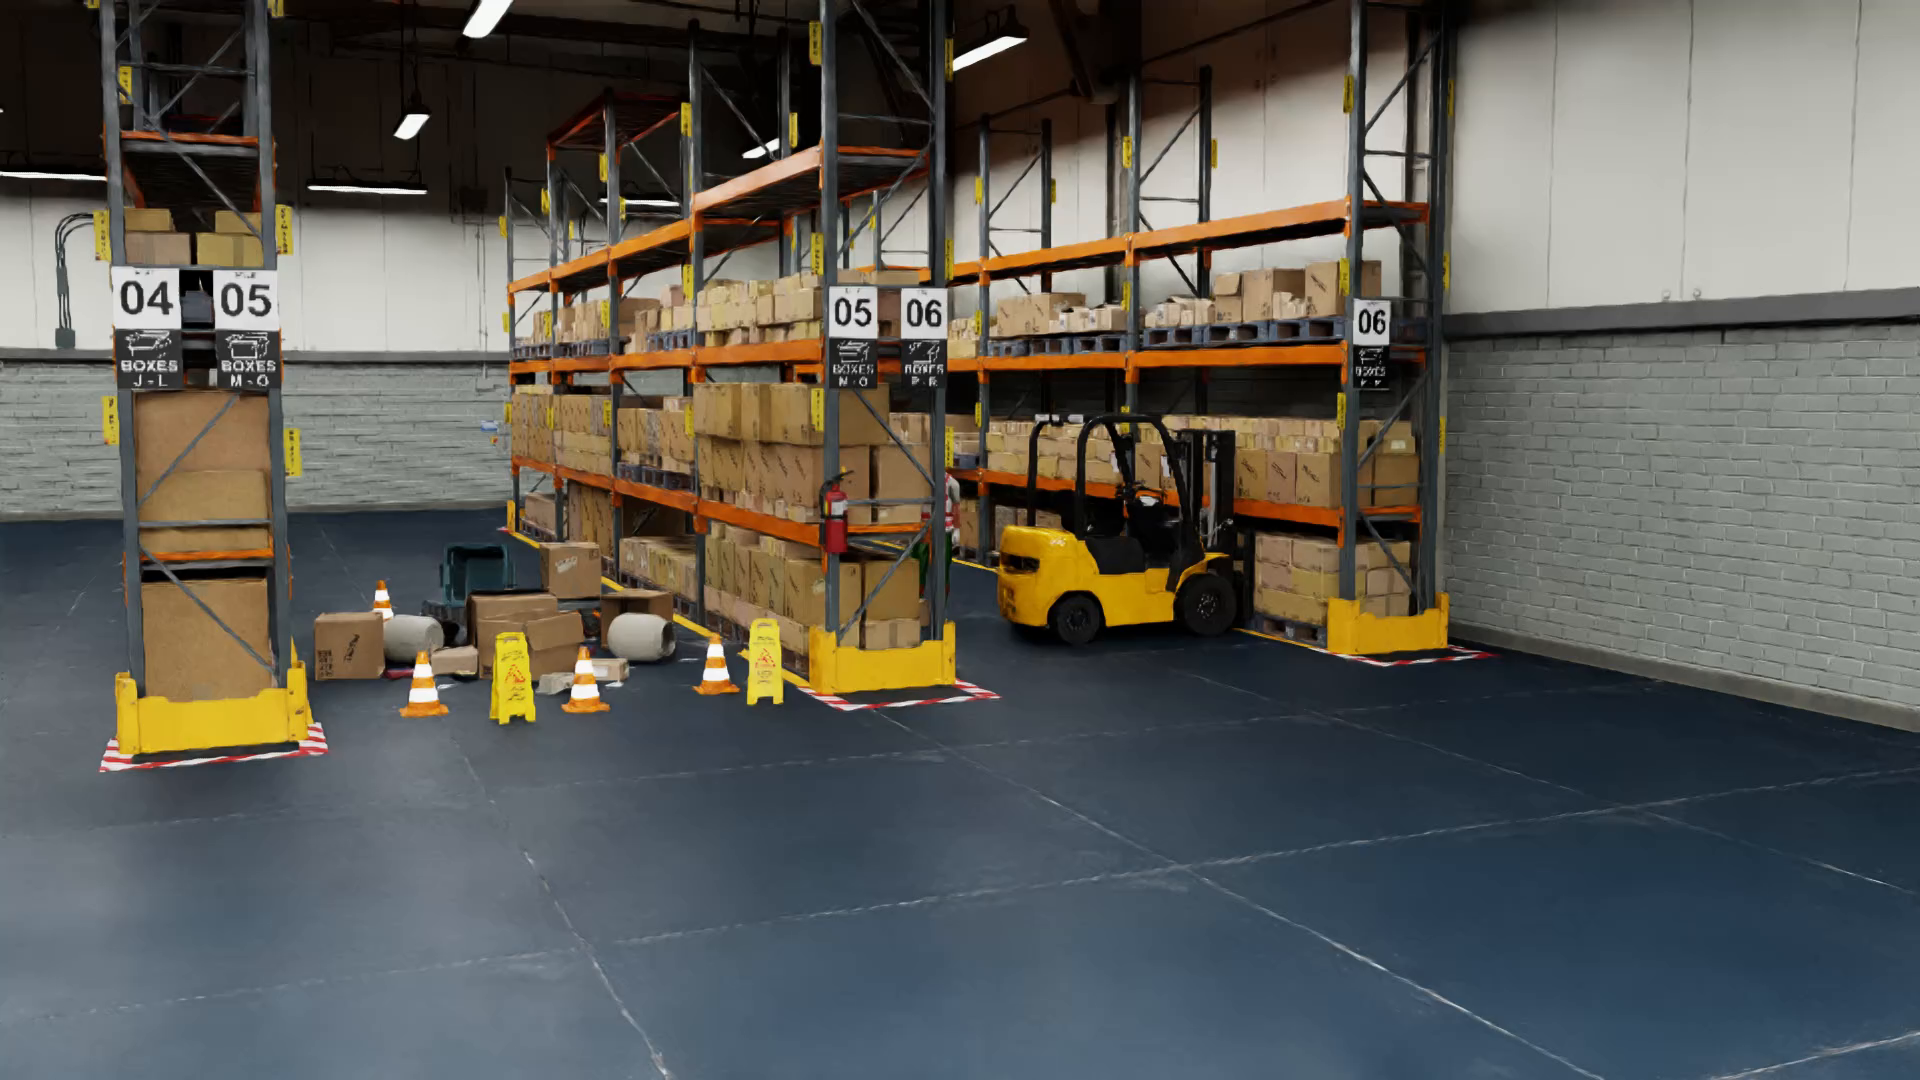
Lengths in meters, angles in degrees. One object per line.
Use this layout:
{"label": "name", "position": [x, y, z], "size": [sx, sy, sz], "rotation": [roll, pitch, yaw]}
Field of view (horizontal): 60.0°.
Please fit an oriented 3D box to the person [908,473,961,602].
{"label": "person", "position": [-0.301, -0.069, 17.187], "size": [0.547, 1.793, 0.558], "rotation": [2, 6, 18]}
